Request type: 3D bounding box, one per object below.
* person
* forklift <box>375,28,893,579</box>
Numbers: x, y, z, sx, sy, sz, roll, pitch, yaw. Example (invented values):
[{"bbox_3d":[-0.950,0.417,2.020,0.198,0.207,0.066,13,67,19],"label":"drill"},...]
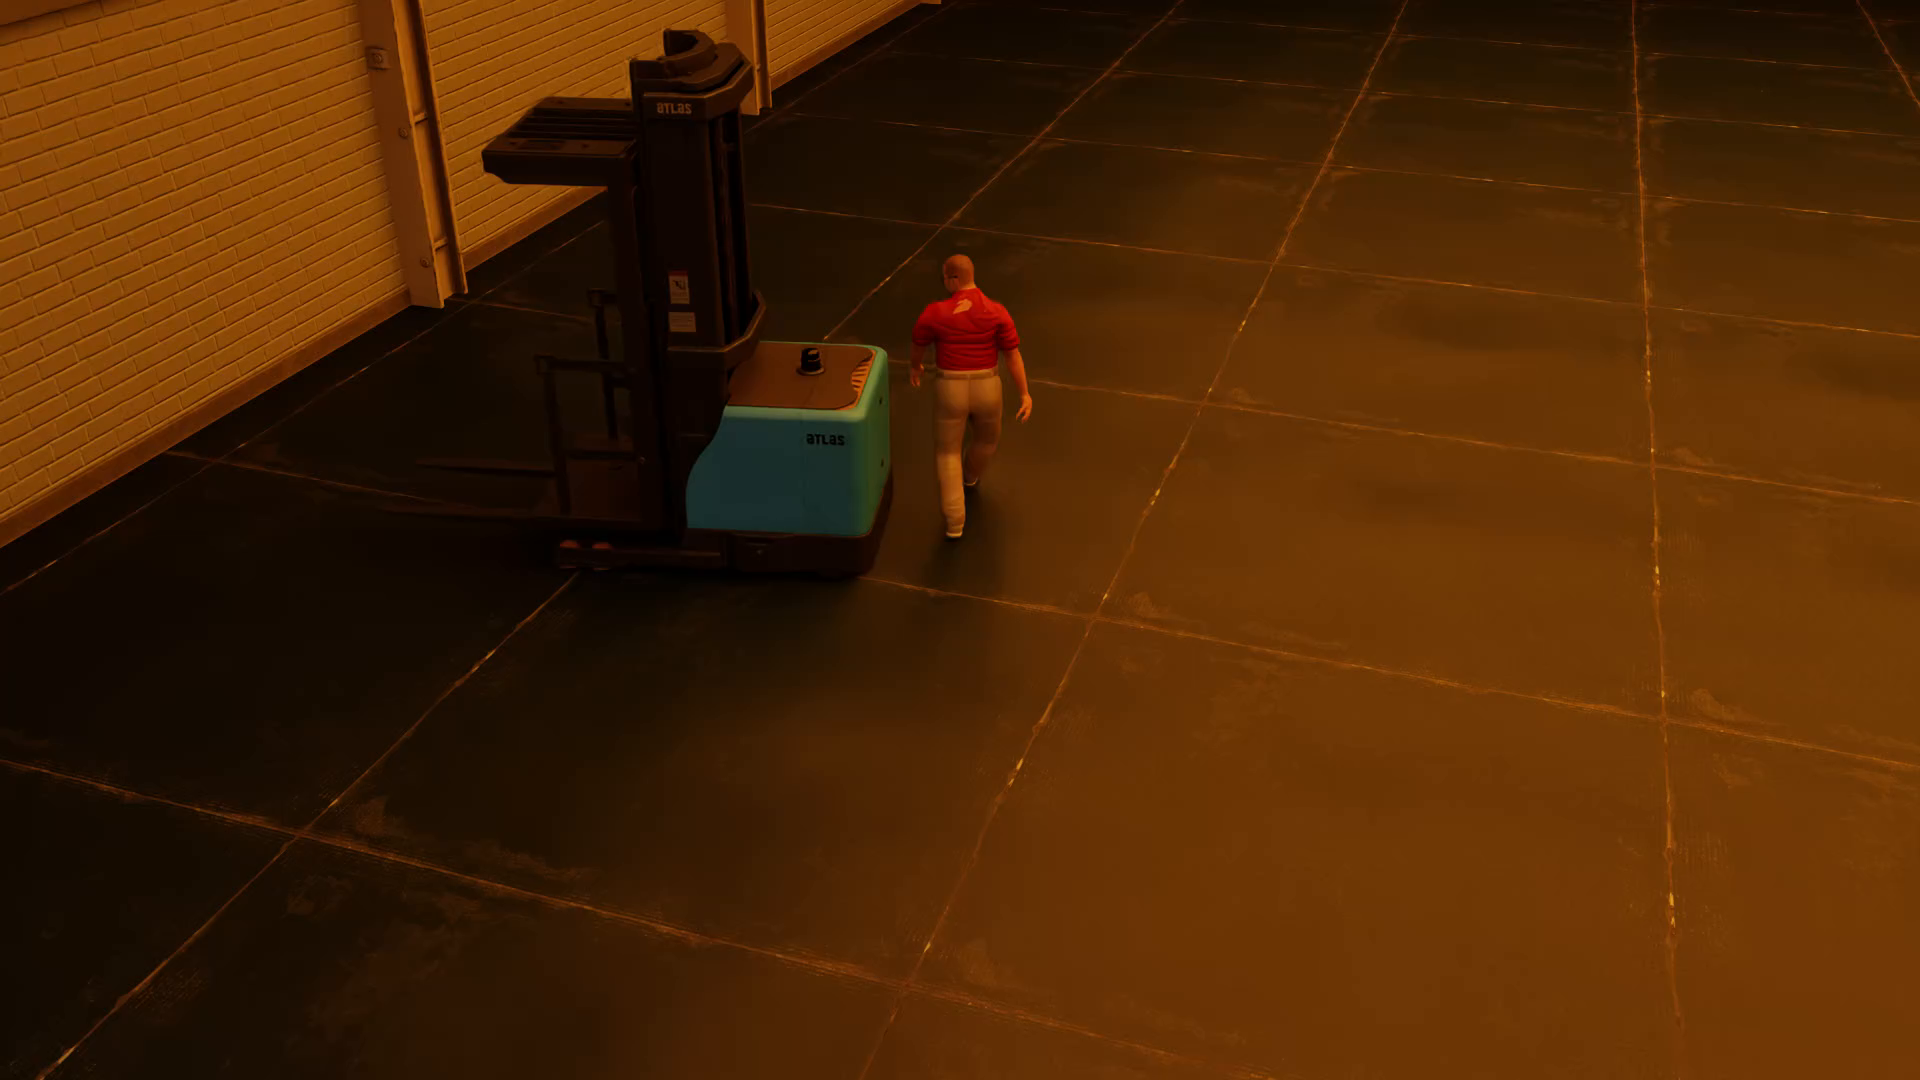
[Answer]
[{"bbox_3d":[0.055,-0.955,10.084,0.716,1.678,0.925,-3,30,-5],"label":"person"},{"bbox_3d":[-1.968,-1.348,9.501,3.031,2.935,1.130,3,30,5],"label":"forklift"}]
